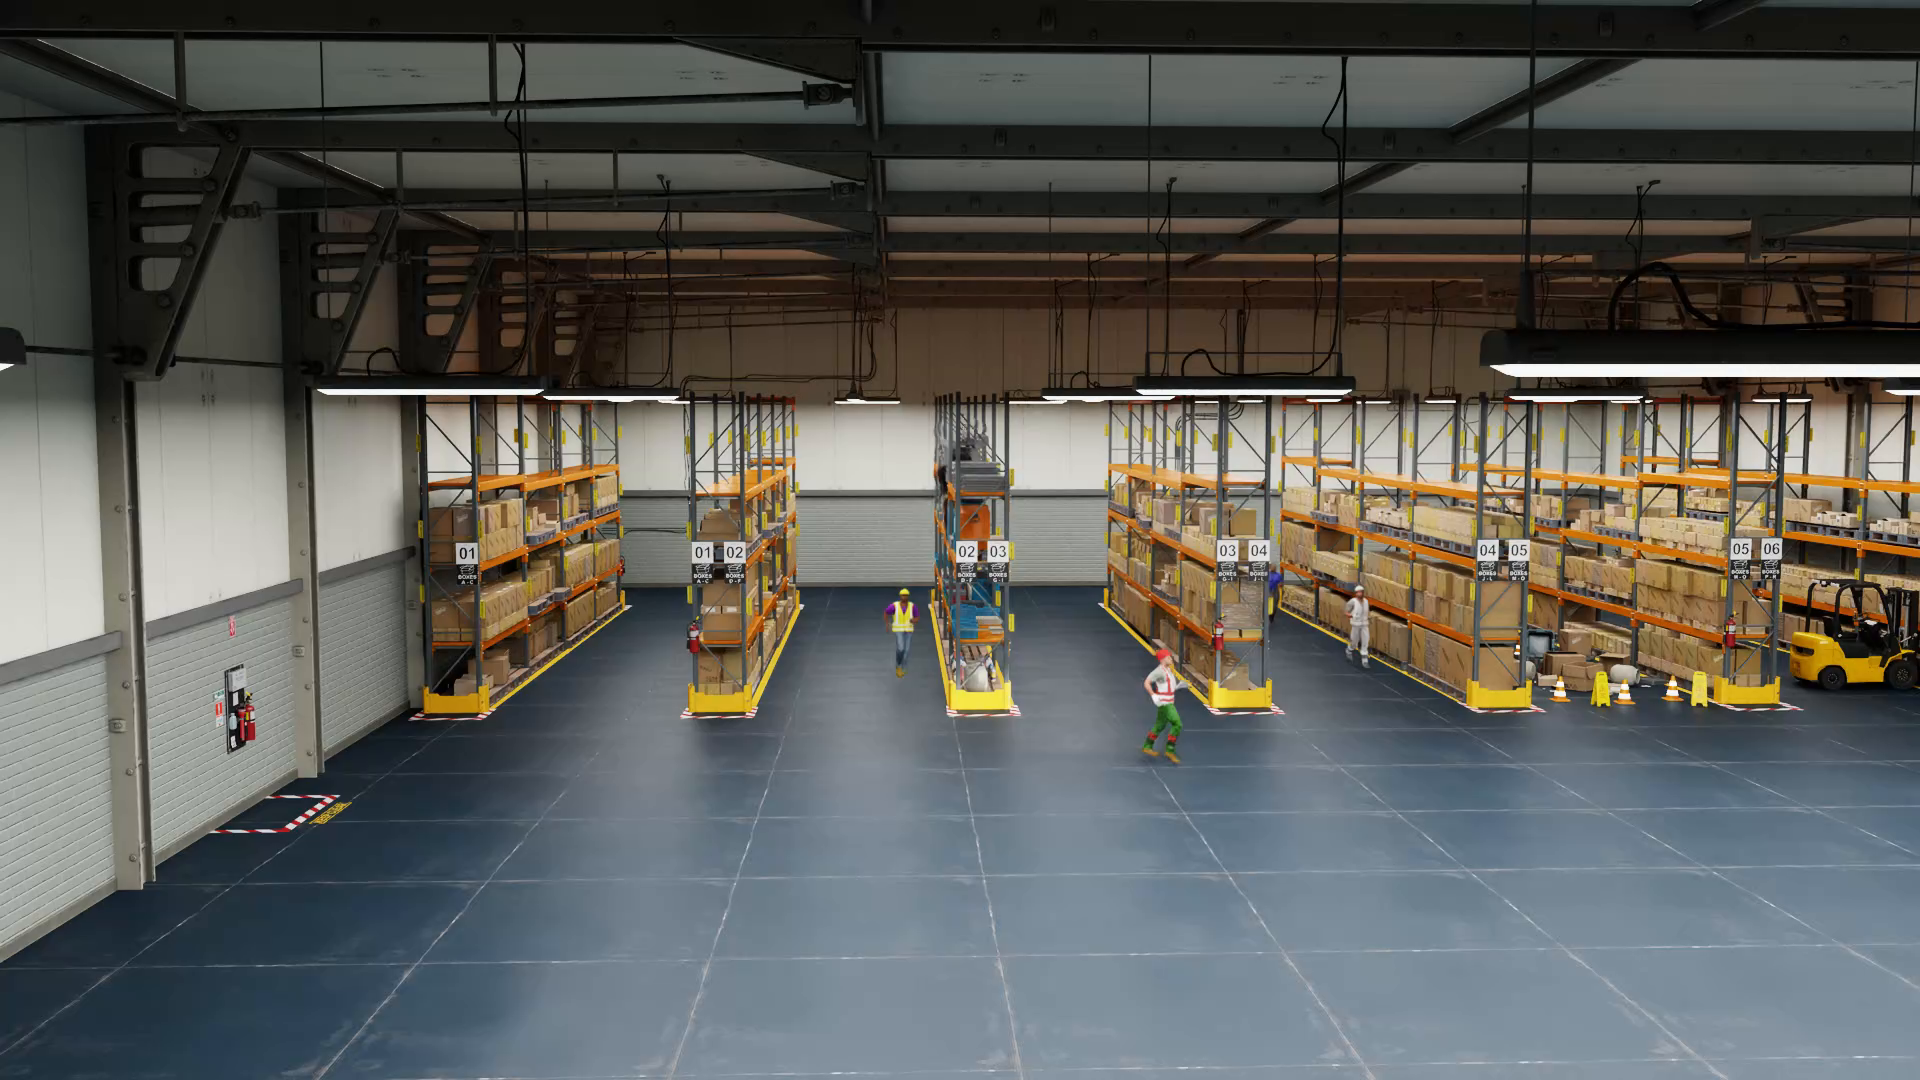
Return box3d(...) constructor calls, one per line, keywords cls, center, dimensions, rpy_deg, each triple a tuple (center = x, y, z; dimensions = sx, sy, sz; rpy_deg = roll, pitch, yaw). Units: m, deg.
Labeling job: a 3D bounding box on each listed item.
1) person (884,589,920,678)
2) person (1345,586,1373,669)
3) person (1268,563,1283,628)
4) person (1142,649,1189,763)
box3d(cls="person", center=(-1.139, 1.883, 33.543), dimensions=(0.692, 1.802, 0.660), rpy_deg=(-1, 5, -15))
box3d(cls="person", center=(8.765, 1.888, 36.506), dimensions=(0.654, 1.776, 0.985), rpy_deg=(-1, 5, -11))
box3d(cls="person", center=(8.130, 1.442, 43.258), dimensions=(0.543, 1.701, 0.713), rpy_deg=(-1, 5, -8))
box3d(cls="person", center=(3.309, 2.679, 26.853), dimensions=(0.769, 1.844, 0.643), rpy_deg=(1, 5, 15))
